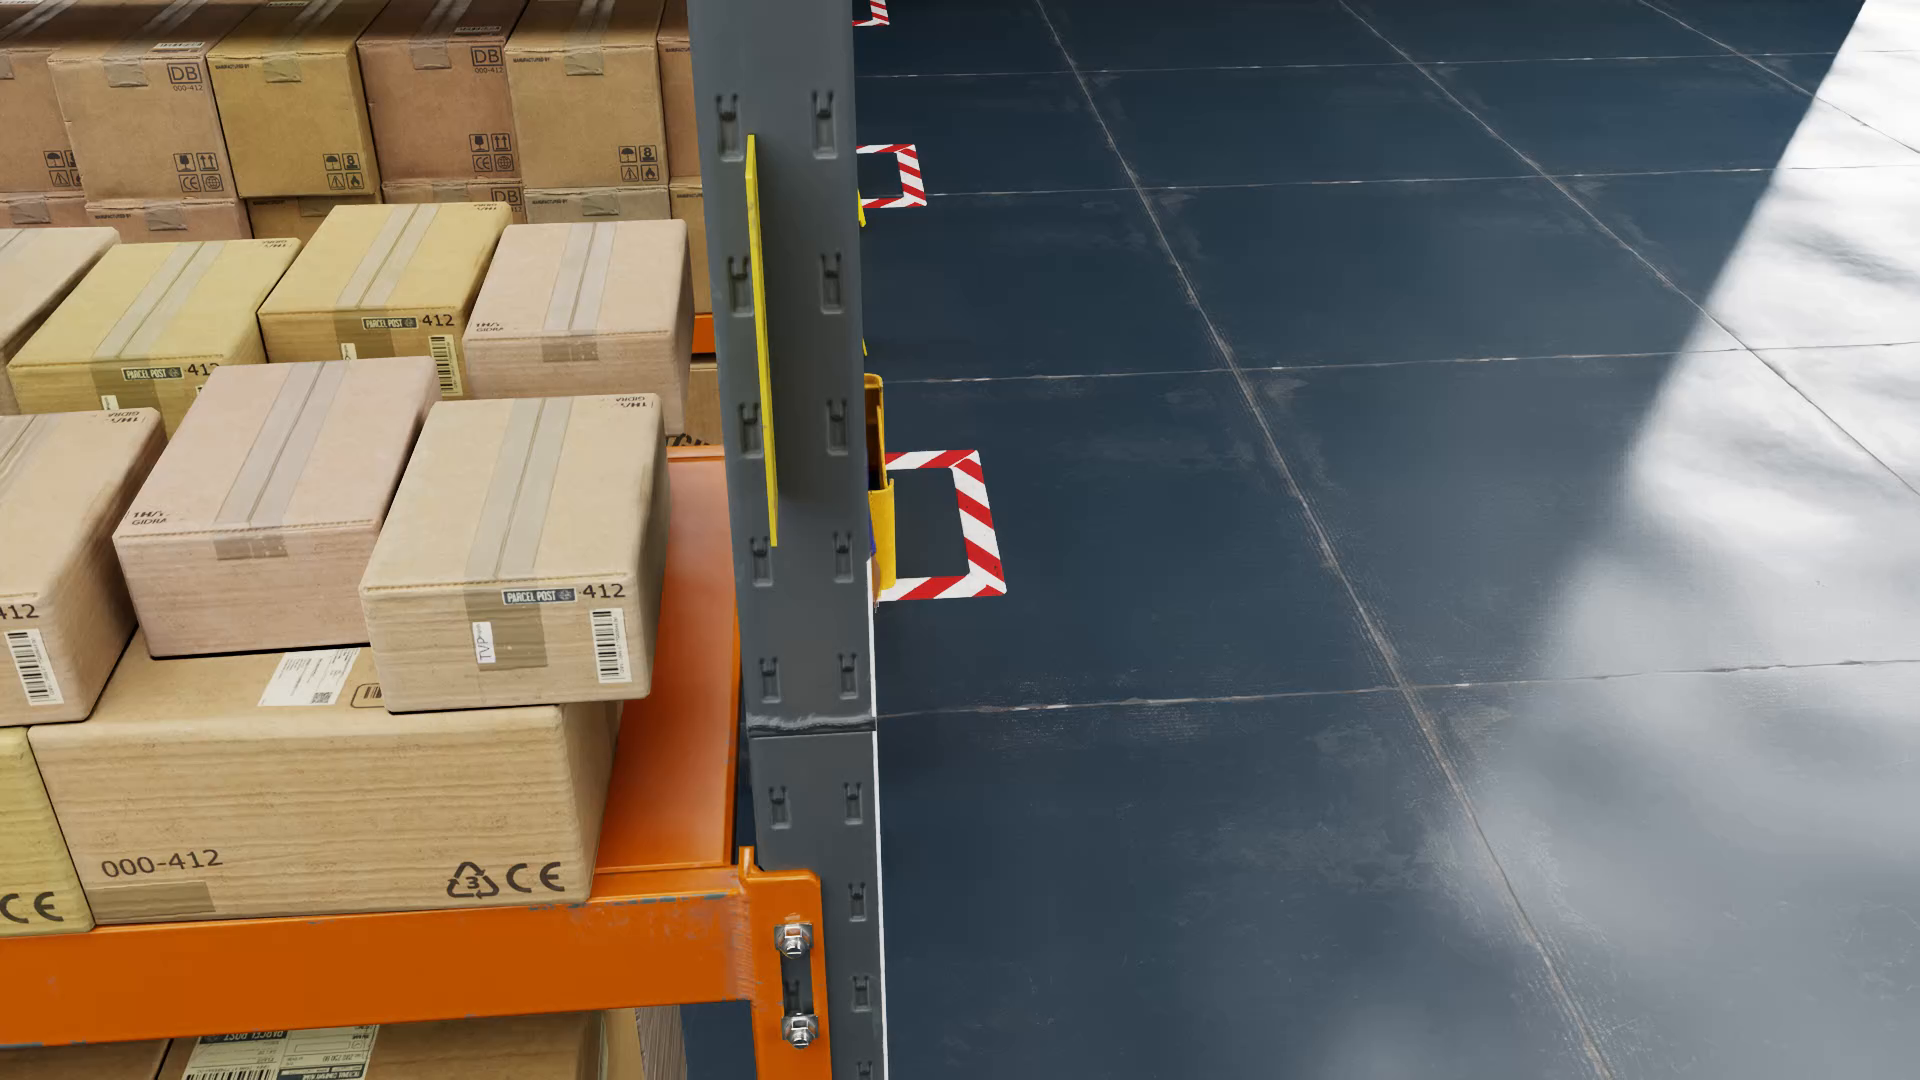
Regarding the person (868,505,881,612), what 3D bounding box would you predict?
[{"bbox_3d":[-0.523,0.267,5.899,0.490,1.465,0.555,-2,31,-4],"label":"person"}]
